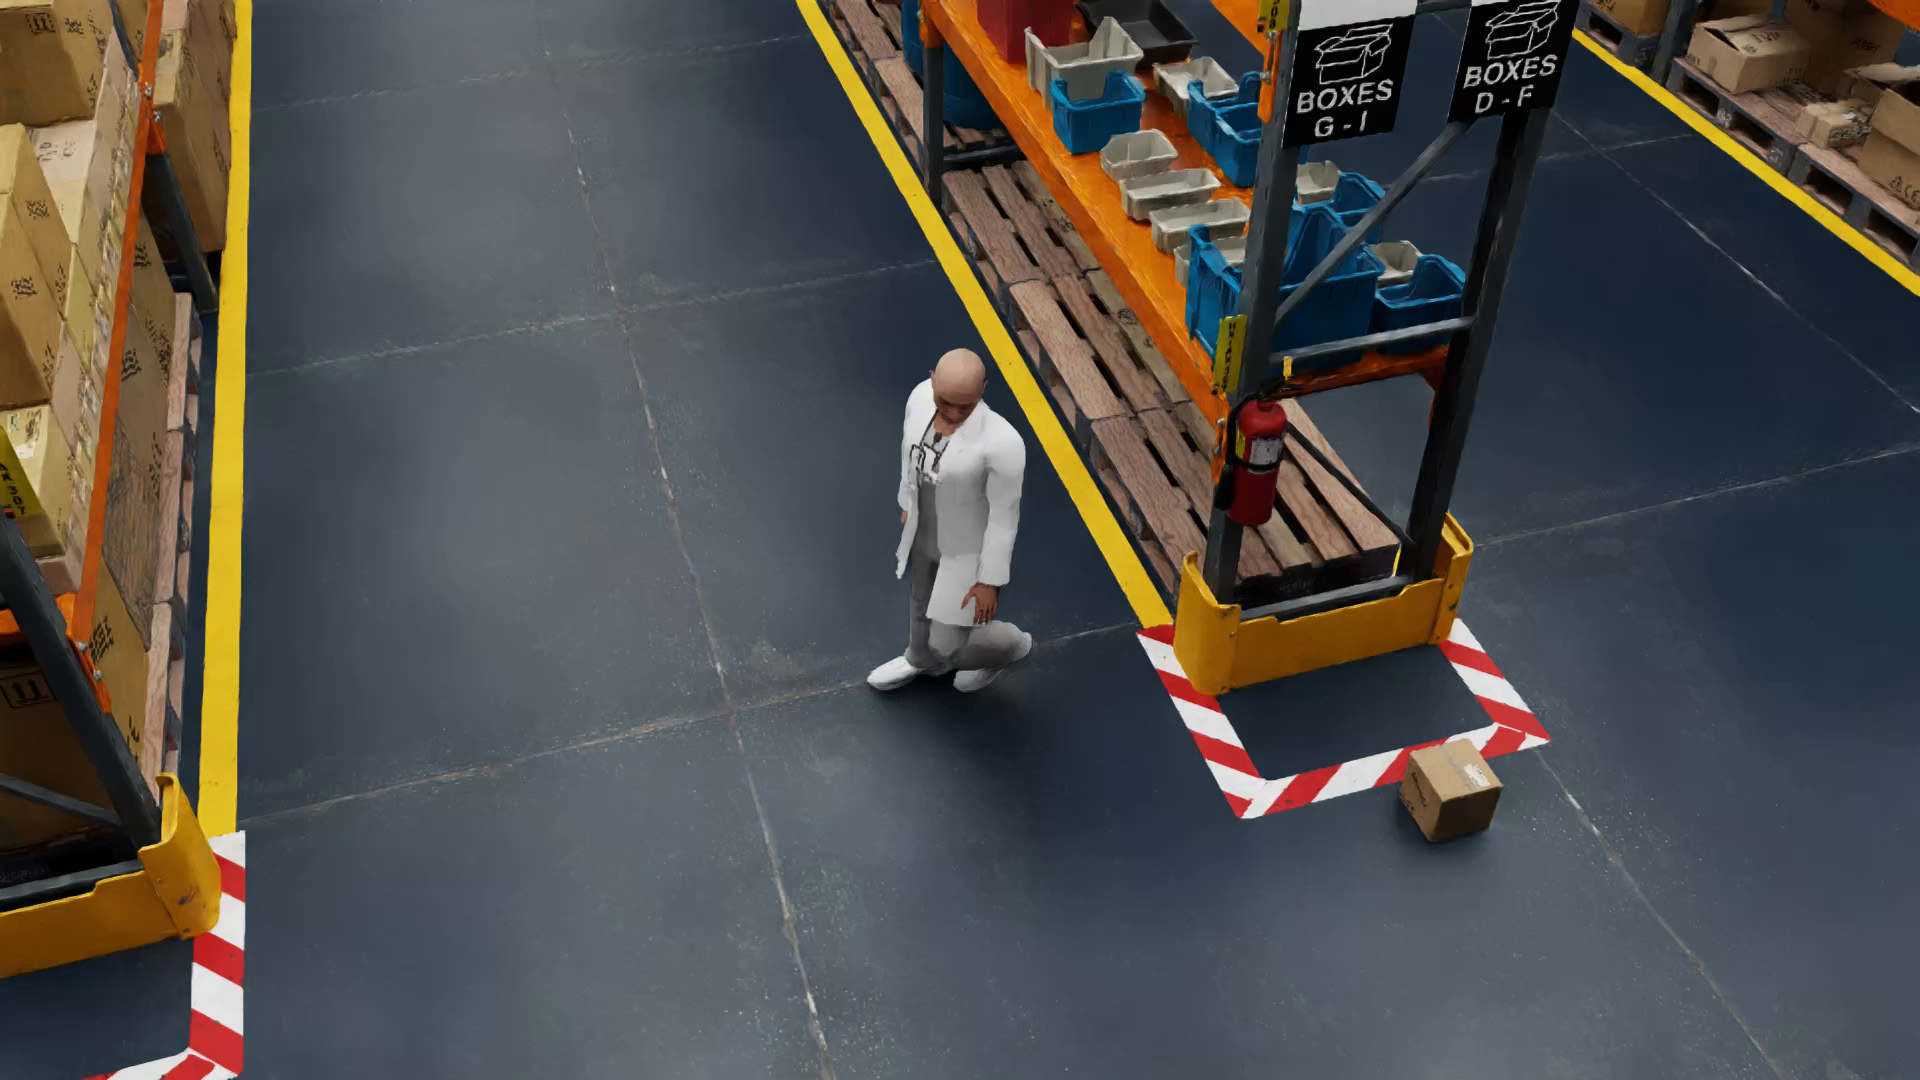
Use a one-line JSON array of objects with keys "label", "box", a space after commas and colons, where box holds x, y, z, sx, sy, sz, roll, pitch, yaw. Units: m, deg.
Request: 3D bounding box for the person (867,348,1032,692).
[{"label": "person", "box": [0.009, -0.016, 6.175, 0.555, 1.761, 0.640, -29, 49, -29]}]
